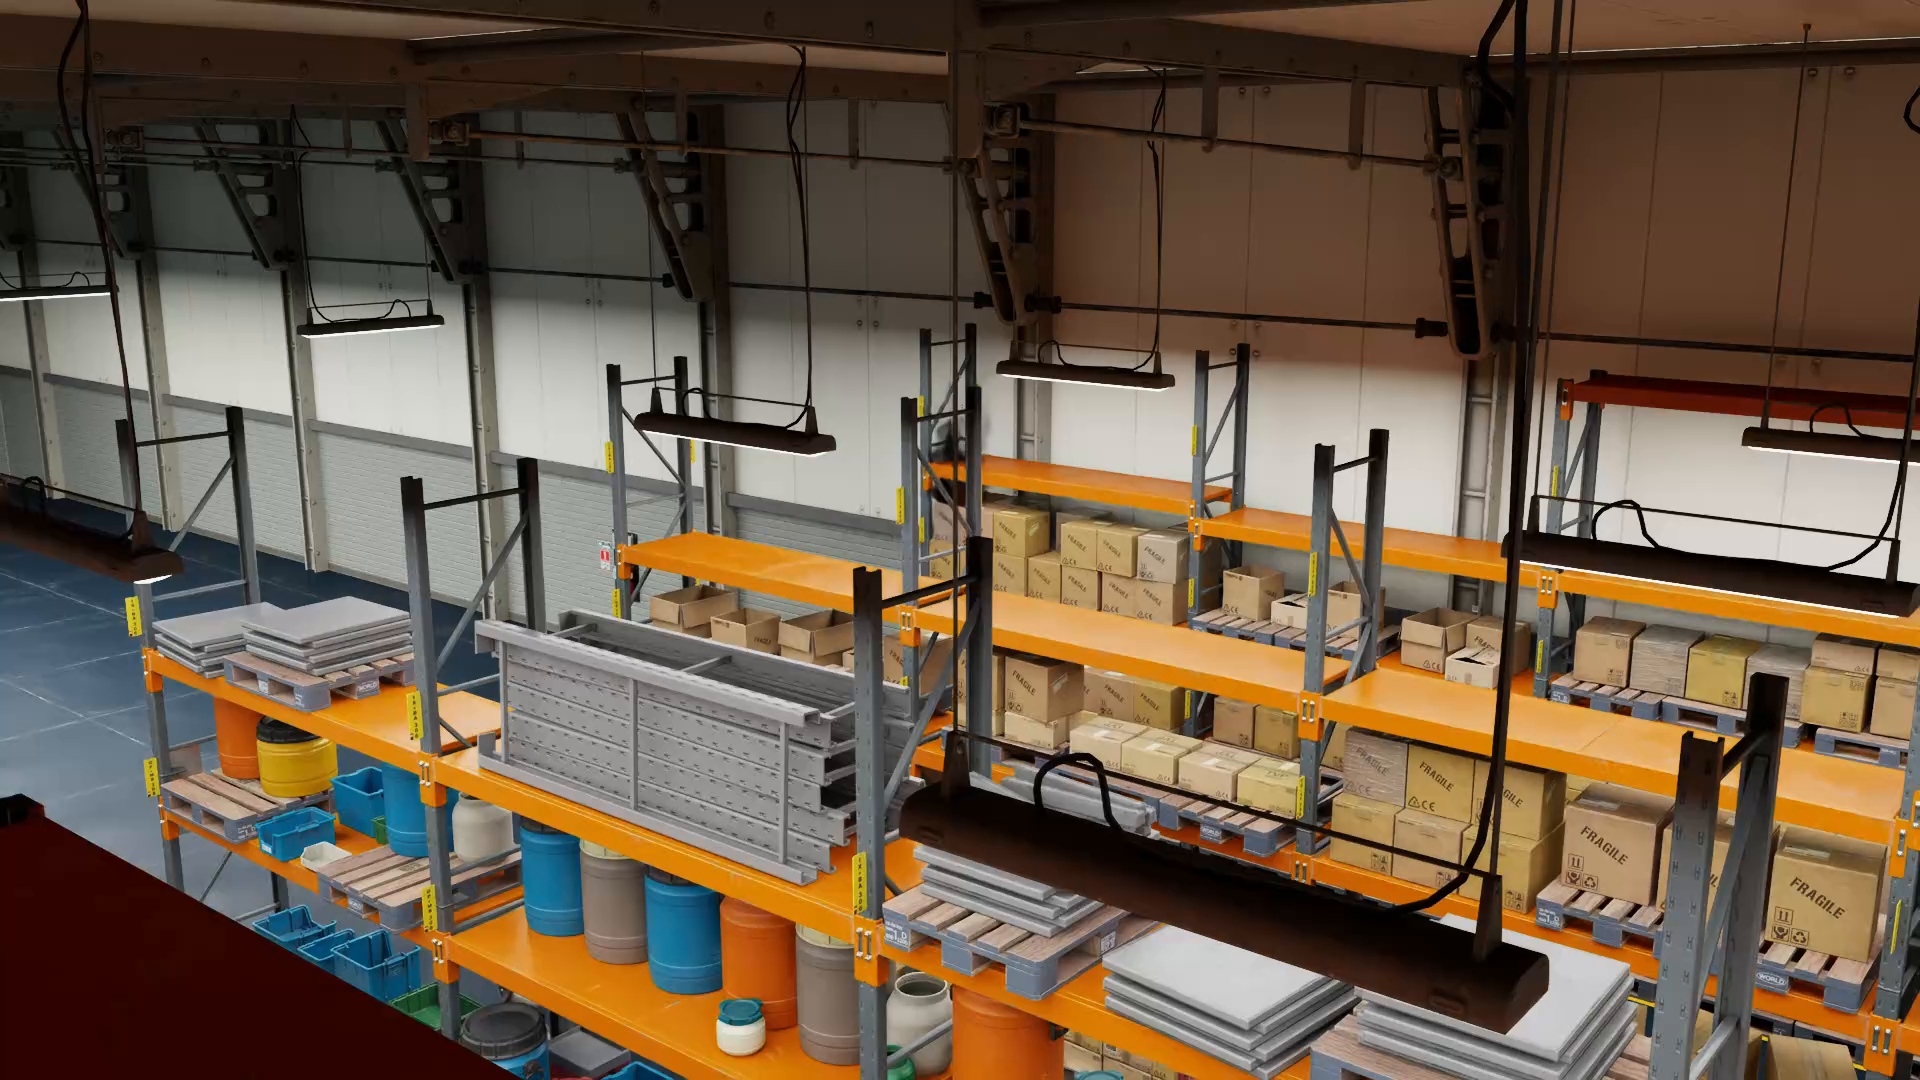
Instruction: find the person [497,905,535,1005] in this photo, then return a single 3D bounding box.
[{"bbox_3d":[-3.932,3.955,14.751,0.733,1.734,0.637,6,14,23],"label":"person"}]
